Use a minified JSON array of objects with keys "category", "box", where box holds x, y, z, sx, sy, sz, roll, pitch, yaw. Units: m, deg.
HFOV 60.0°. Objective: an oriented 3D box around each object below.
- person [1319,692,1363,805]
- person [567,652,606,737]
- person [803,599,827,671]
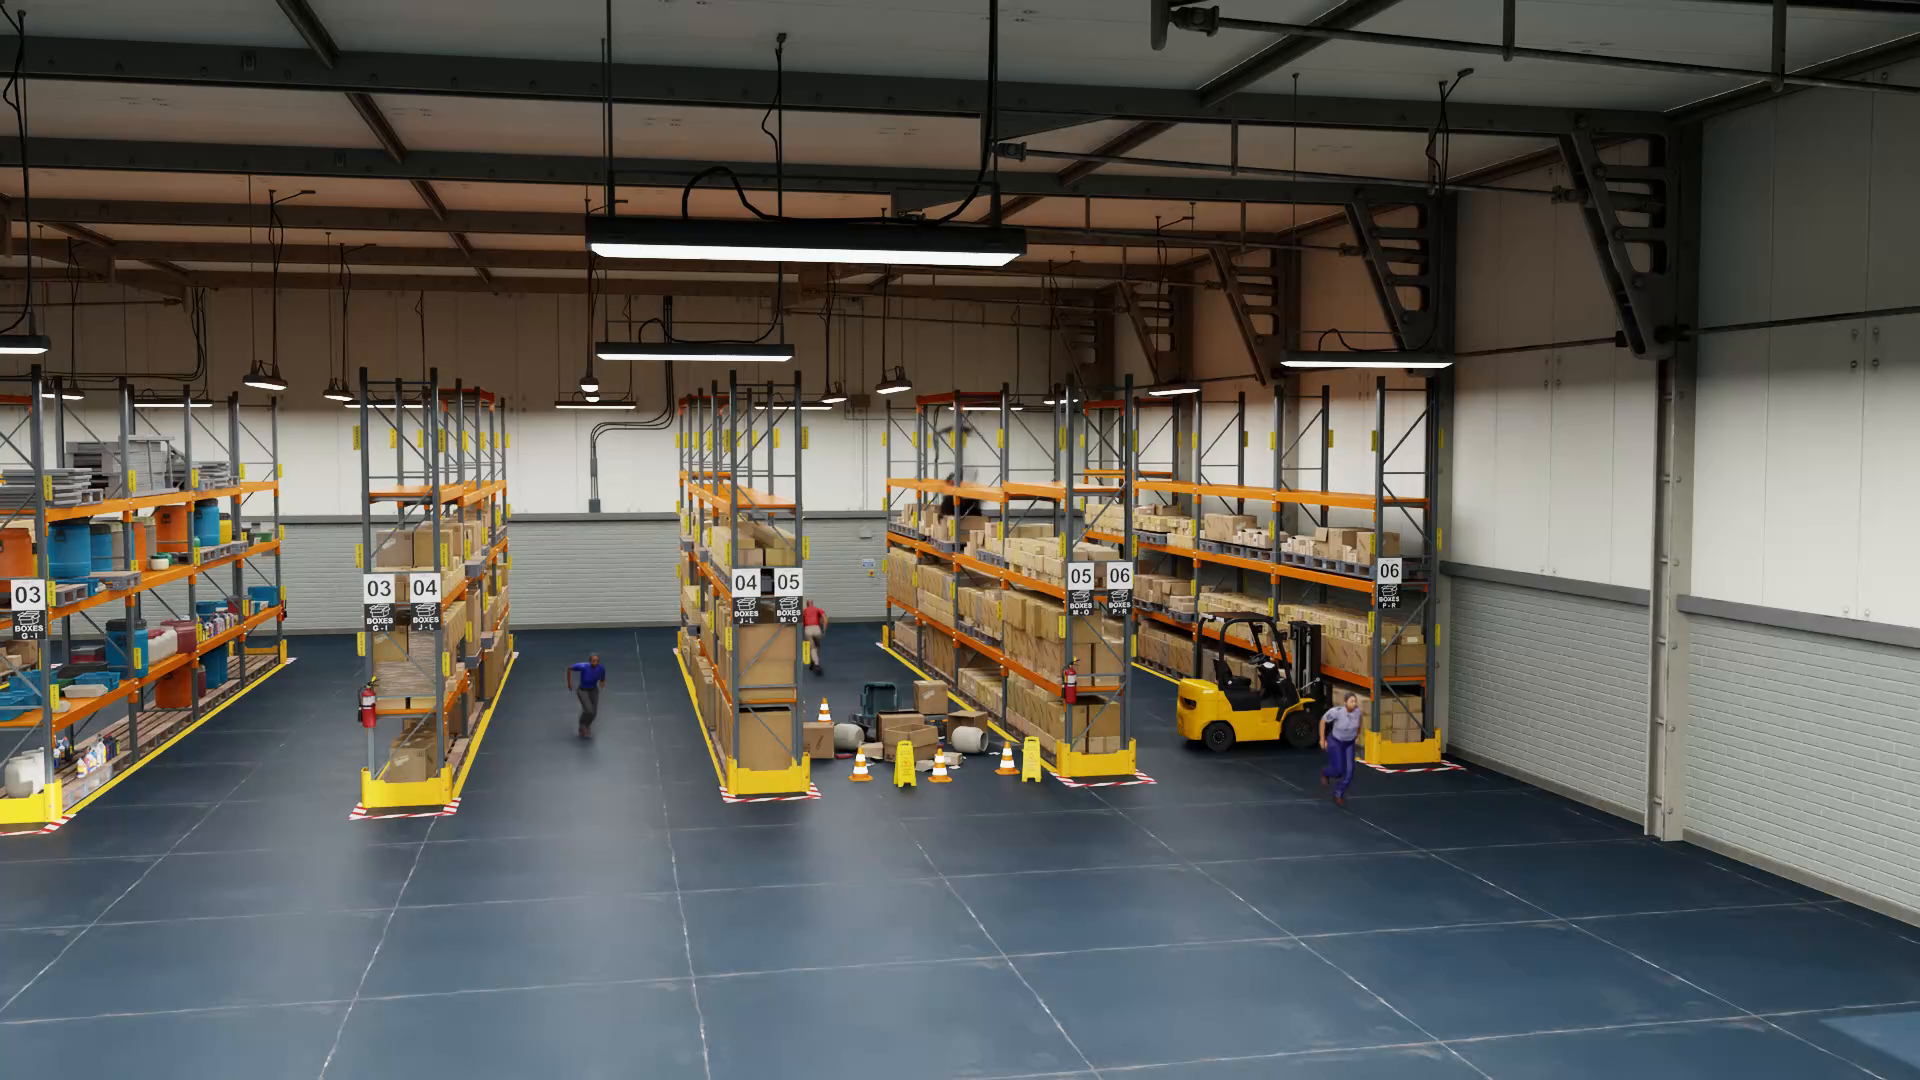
[{"category":"person","box":[5.264,2.875,23.028,0.599,1.575,0.708,-1,4,-23]},{"category":"person","box":[-6.263,2.607,27.899,0.602,1.472,0.849,-2,4,-35]},{"category":"person","box":[-3.215,2.104,36.111,0.668,1.574,1.050,-1,3,-10]}]
